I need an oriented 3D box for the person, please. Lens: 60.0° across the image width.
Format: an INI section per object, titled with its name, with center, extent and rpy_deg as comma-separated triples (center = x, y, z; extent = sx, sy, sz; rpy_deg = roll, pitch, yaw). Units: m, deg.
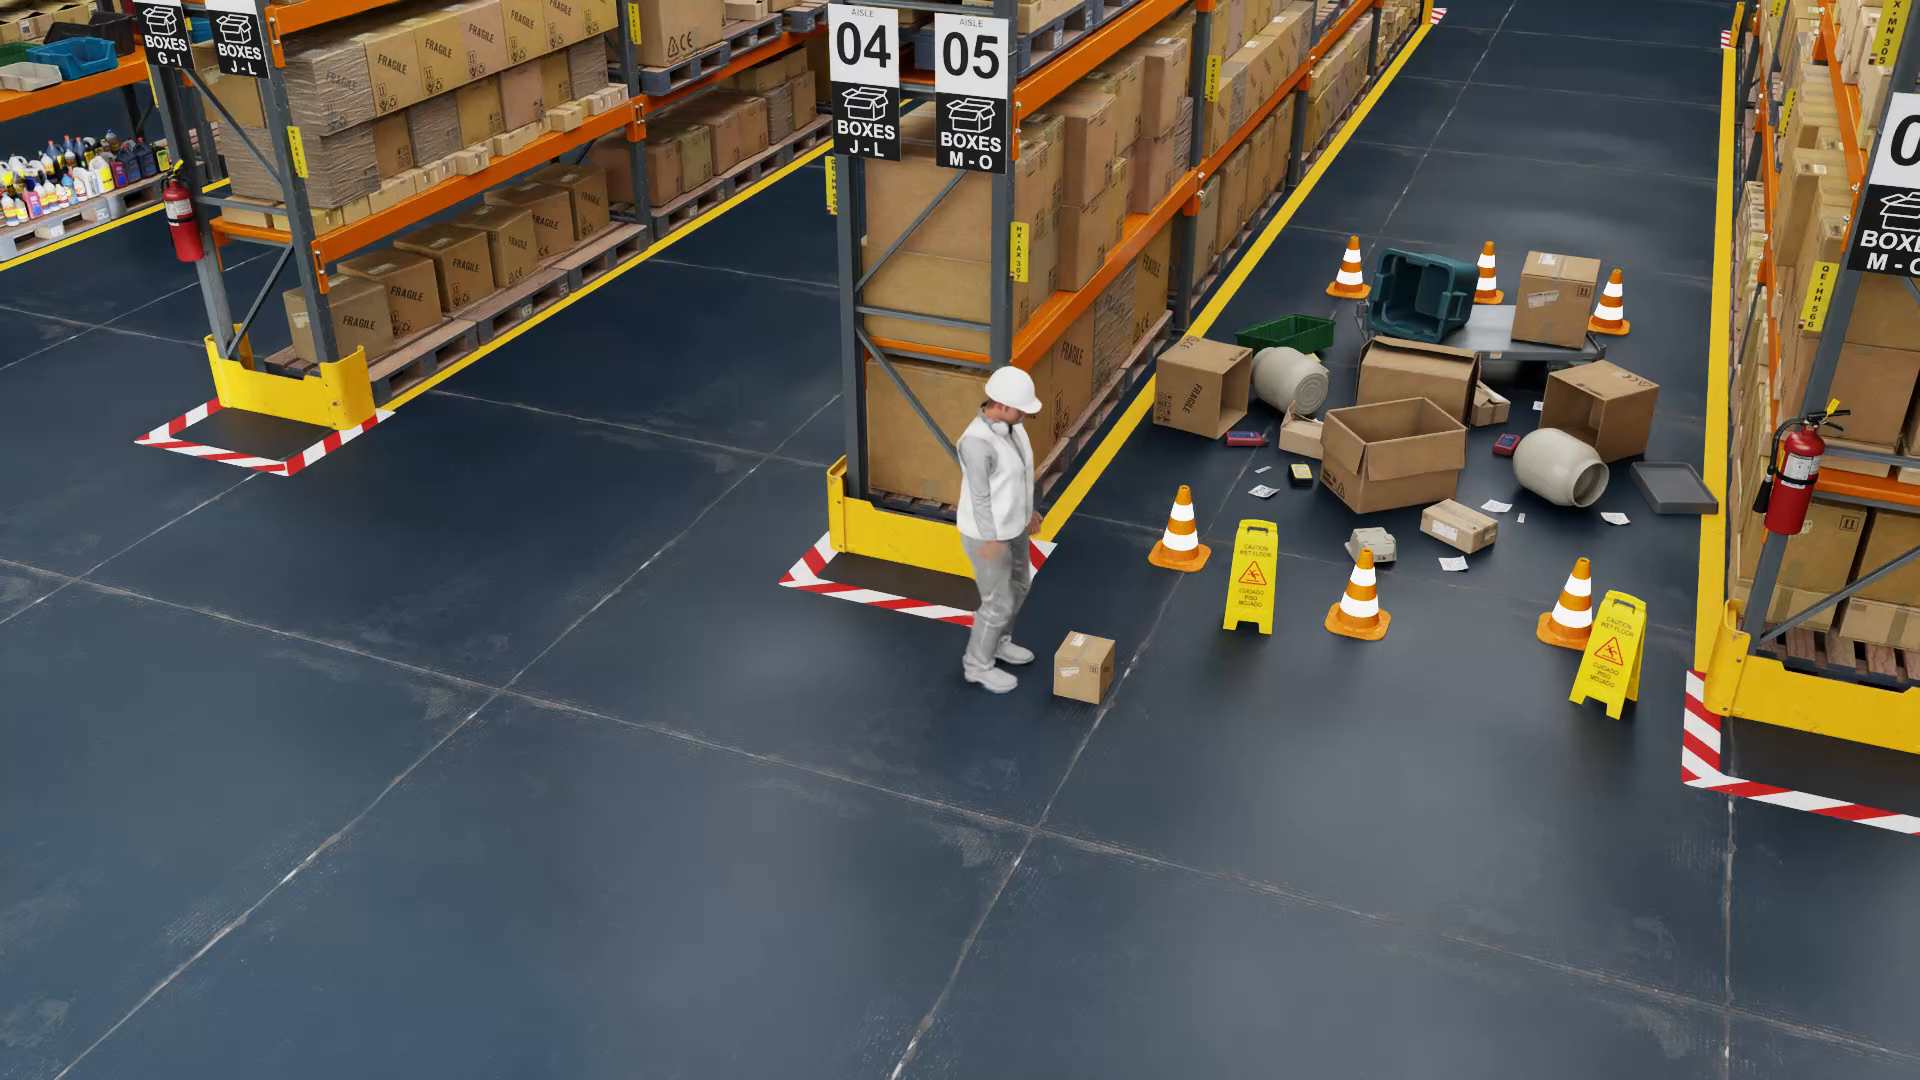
[person]
center = 0.209, -0.084, 8.546
extent = 0.389, 1.757, 0.540
rpy_deg = 12, 32, 20
